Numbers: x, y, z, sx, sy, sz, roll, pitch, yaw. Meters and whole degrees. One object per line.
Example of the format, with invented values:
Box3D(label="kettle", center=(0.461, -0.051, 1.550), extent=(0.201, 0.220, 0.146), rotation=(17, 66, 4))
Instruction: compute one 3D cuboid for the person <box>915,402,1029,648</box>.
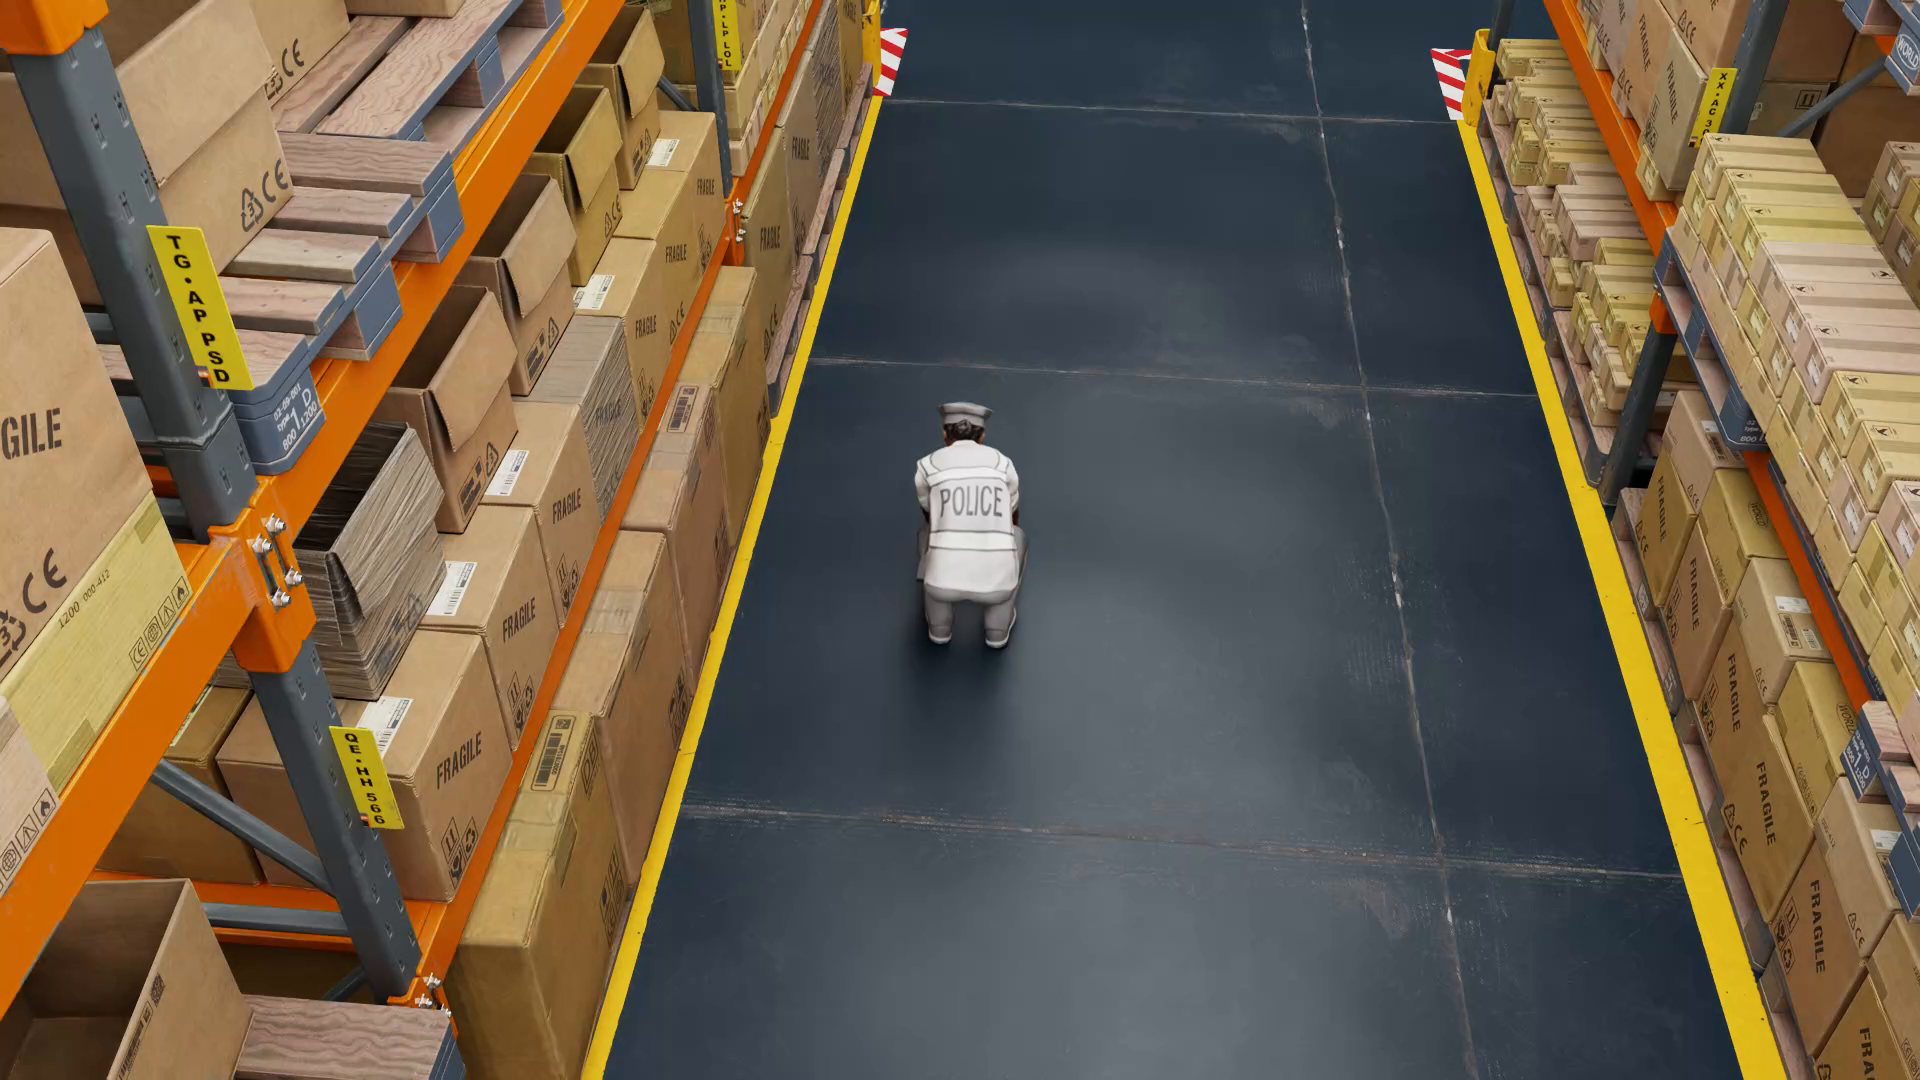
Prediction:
Box3D(label="person", center=(0.047, -0.061, 6.869), extent=(0.479, 0.846, 0.868), rotation=(3, 40, 4))
